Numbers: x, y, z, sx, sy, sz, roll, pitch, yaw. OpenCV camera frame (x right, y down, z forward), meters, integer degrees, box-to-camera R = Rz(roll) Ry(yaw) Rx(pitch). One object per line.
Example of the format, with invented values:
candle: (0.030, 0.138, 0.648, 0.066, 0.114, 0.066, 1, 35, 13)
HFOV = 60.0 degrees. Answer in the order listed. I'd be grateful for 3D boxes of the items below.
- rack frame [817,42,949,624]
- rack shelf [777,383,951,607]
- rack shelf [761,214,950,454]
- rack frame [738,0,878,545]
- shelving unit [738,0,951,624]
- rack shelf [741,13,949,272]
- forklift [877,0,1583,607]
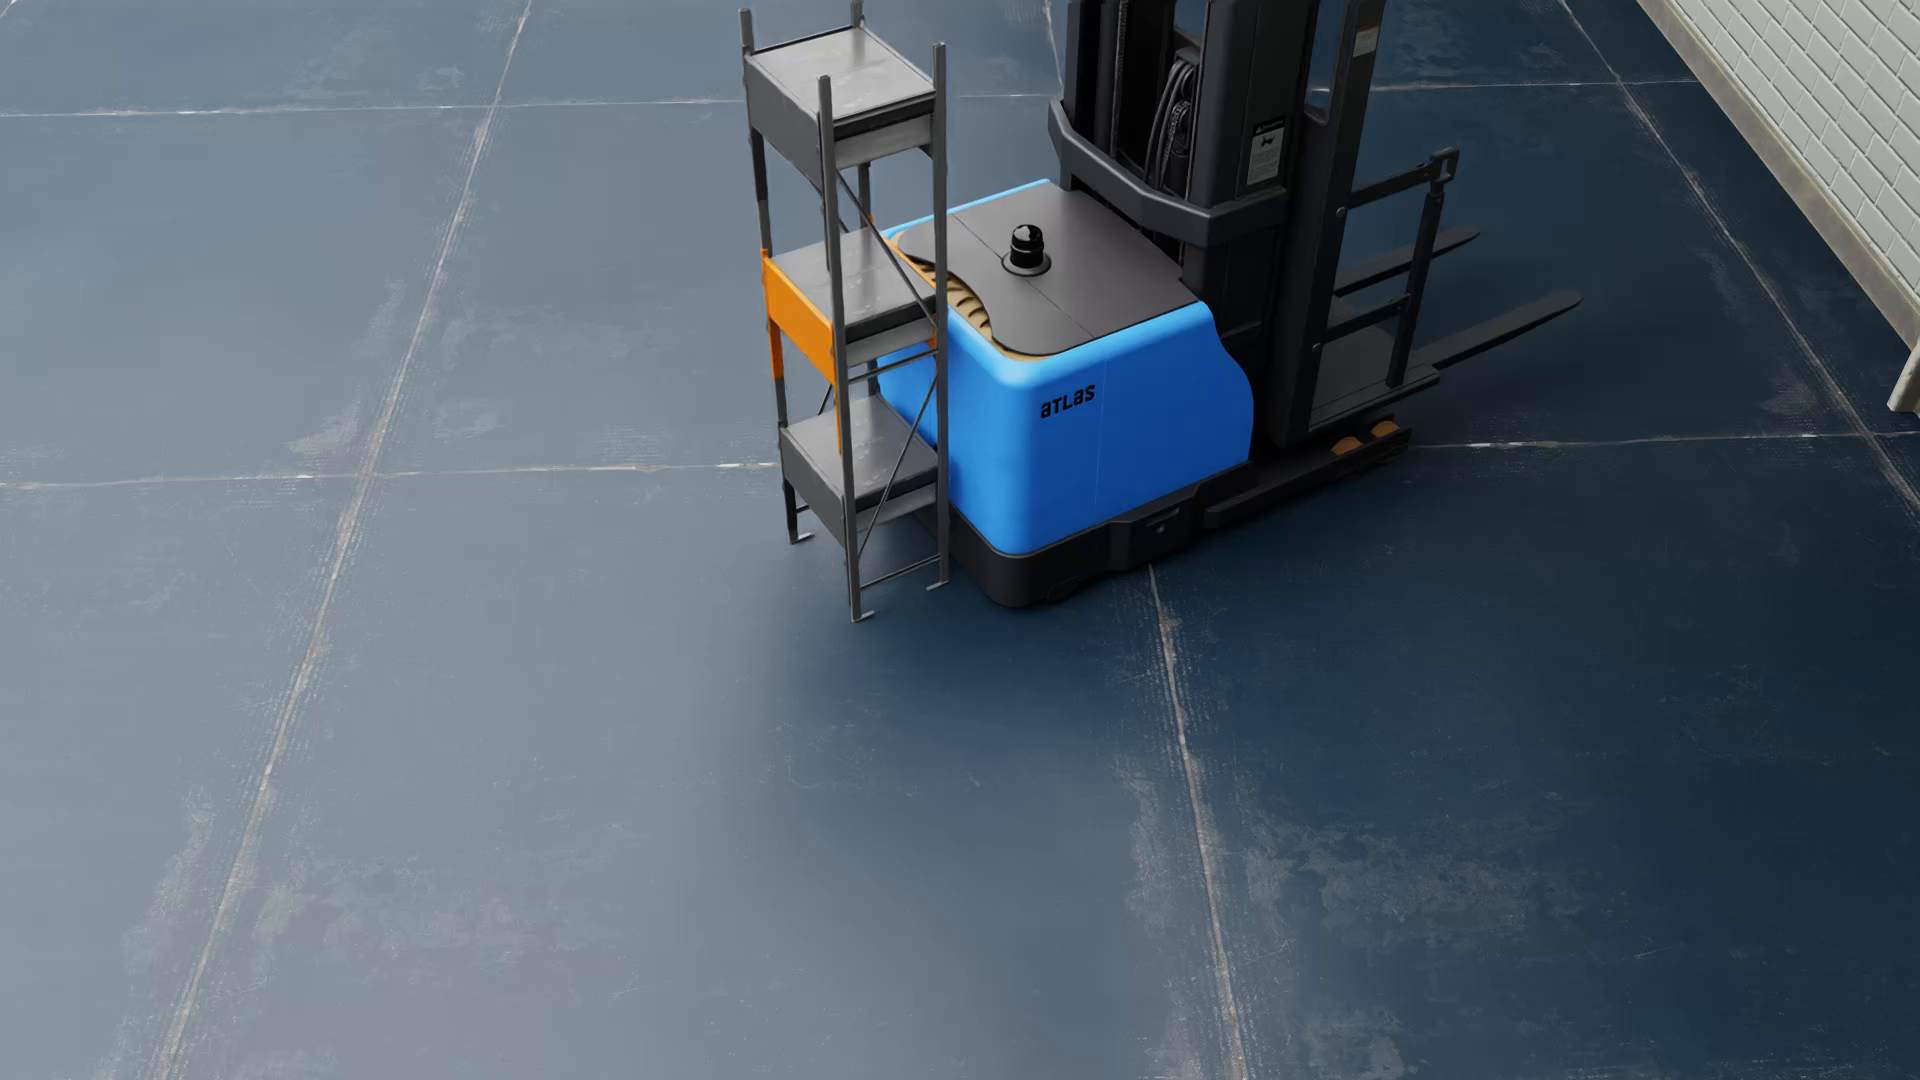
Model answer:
rack frame: (-0.214, -0.550, 5.295, 0.400, 2.100, 0.015, -23, 47, -23)
rack shelf: (-0.341, -0.164, 5.931, 0.431, 0.518, 0.480, -23, 47, -23)
rack shelf: (-0.341, -0.680, 5.458, 0.431, 0.518, 0.480, -23, 47, -23)
rack frame: (-0.469, -0.831, 5.602, 0.400, 2.100, 0.015, -23, 47, -23)
shelving unit: (-0.341, -0.690, 5.449, 0.431, 2.100, 0.503, -23, 47, -23)
rack shelf: (-0.342, -1.196, 4.985, 0.431, 0.518, 0.480, -23, 47, -23)
forklift: (1.177, -1.600, 5.826, 3.031, 2.935, 1.130, -23, 47, -23)
